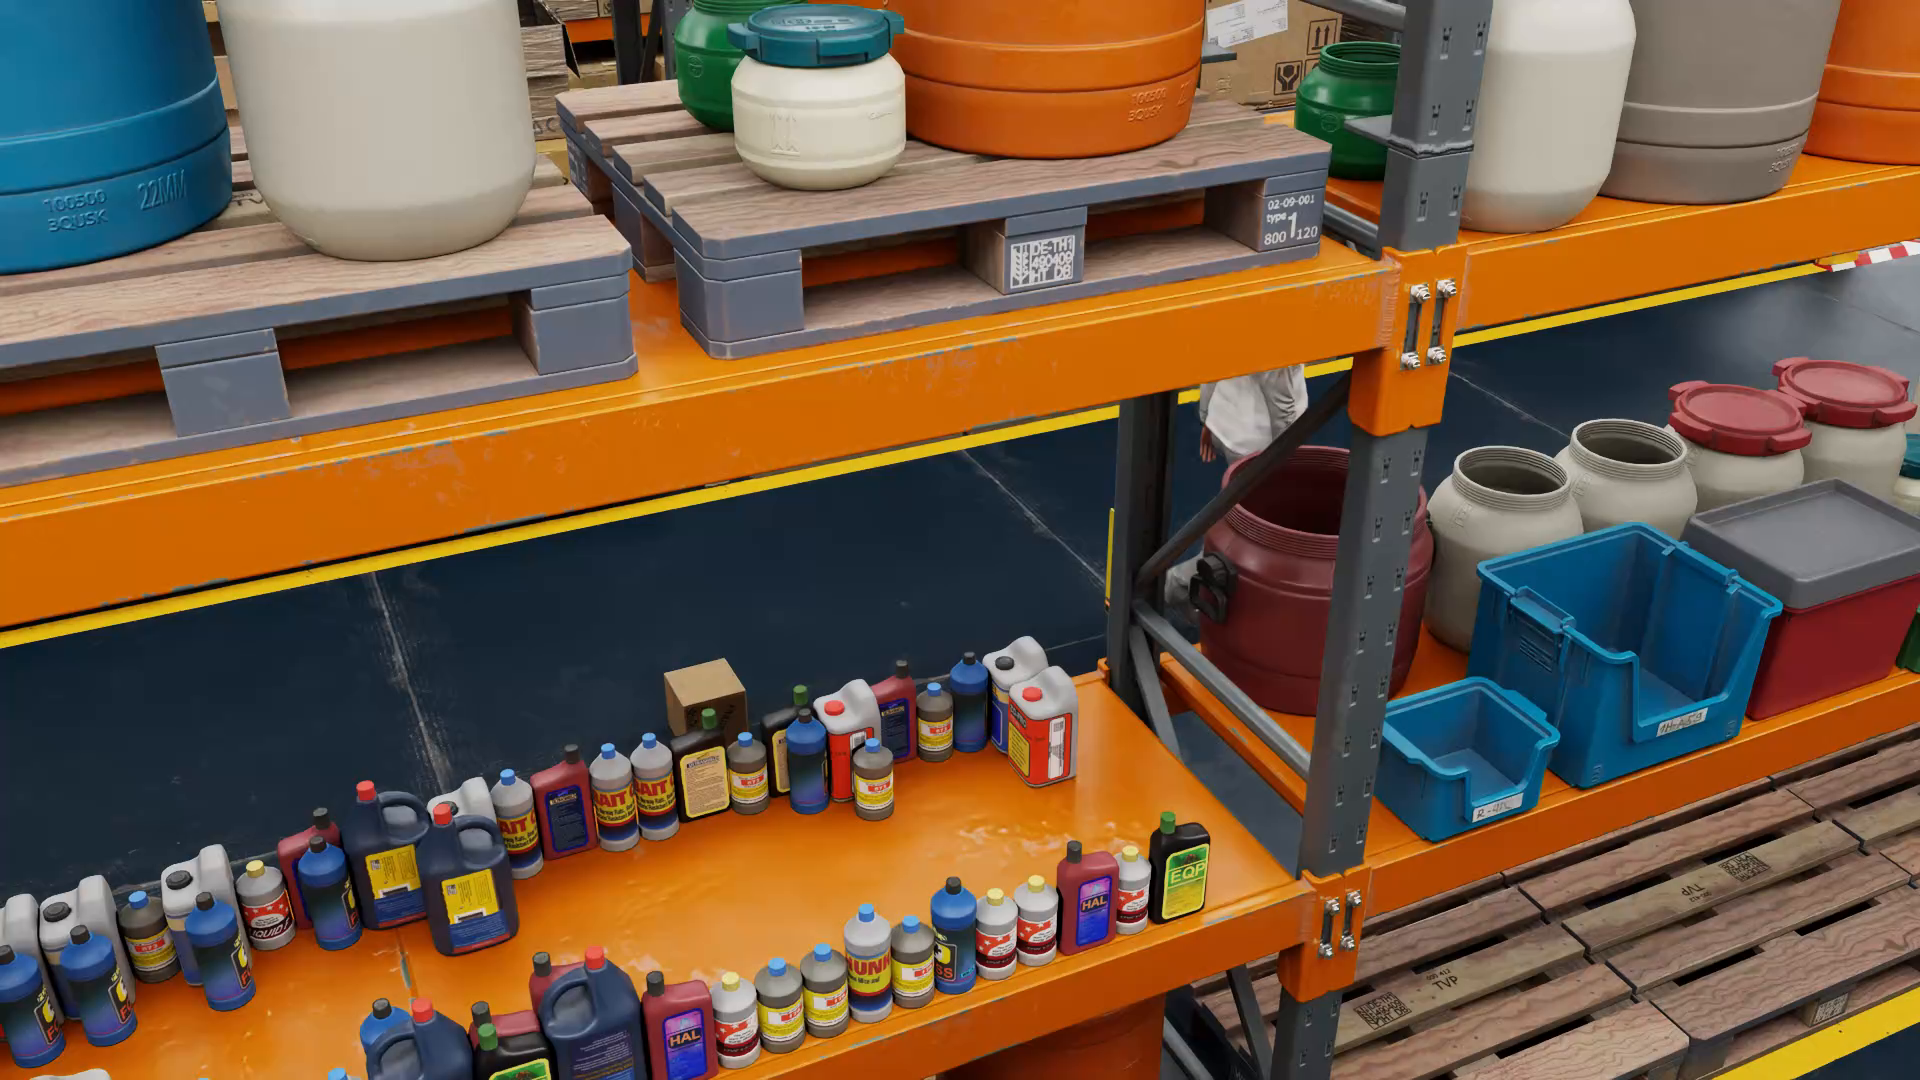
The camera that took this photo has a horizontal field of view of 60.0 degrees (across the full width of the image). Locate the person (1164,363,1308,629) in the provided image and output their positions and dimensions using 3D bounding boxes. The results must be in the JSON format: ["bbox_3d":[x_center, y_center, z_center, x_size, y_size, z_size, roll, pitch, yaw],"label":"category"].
[{"bbox_3d":[1.188,-0.423,6.854,0.865,1.736,0.551,-9,31,-16],"label":"person"}]
